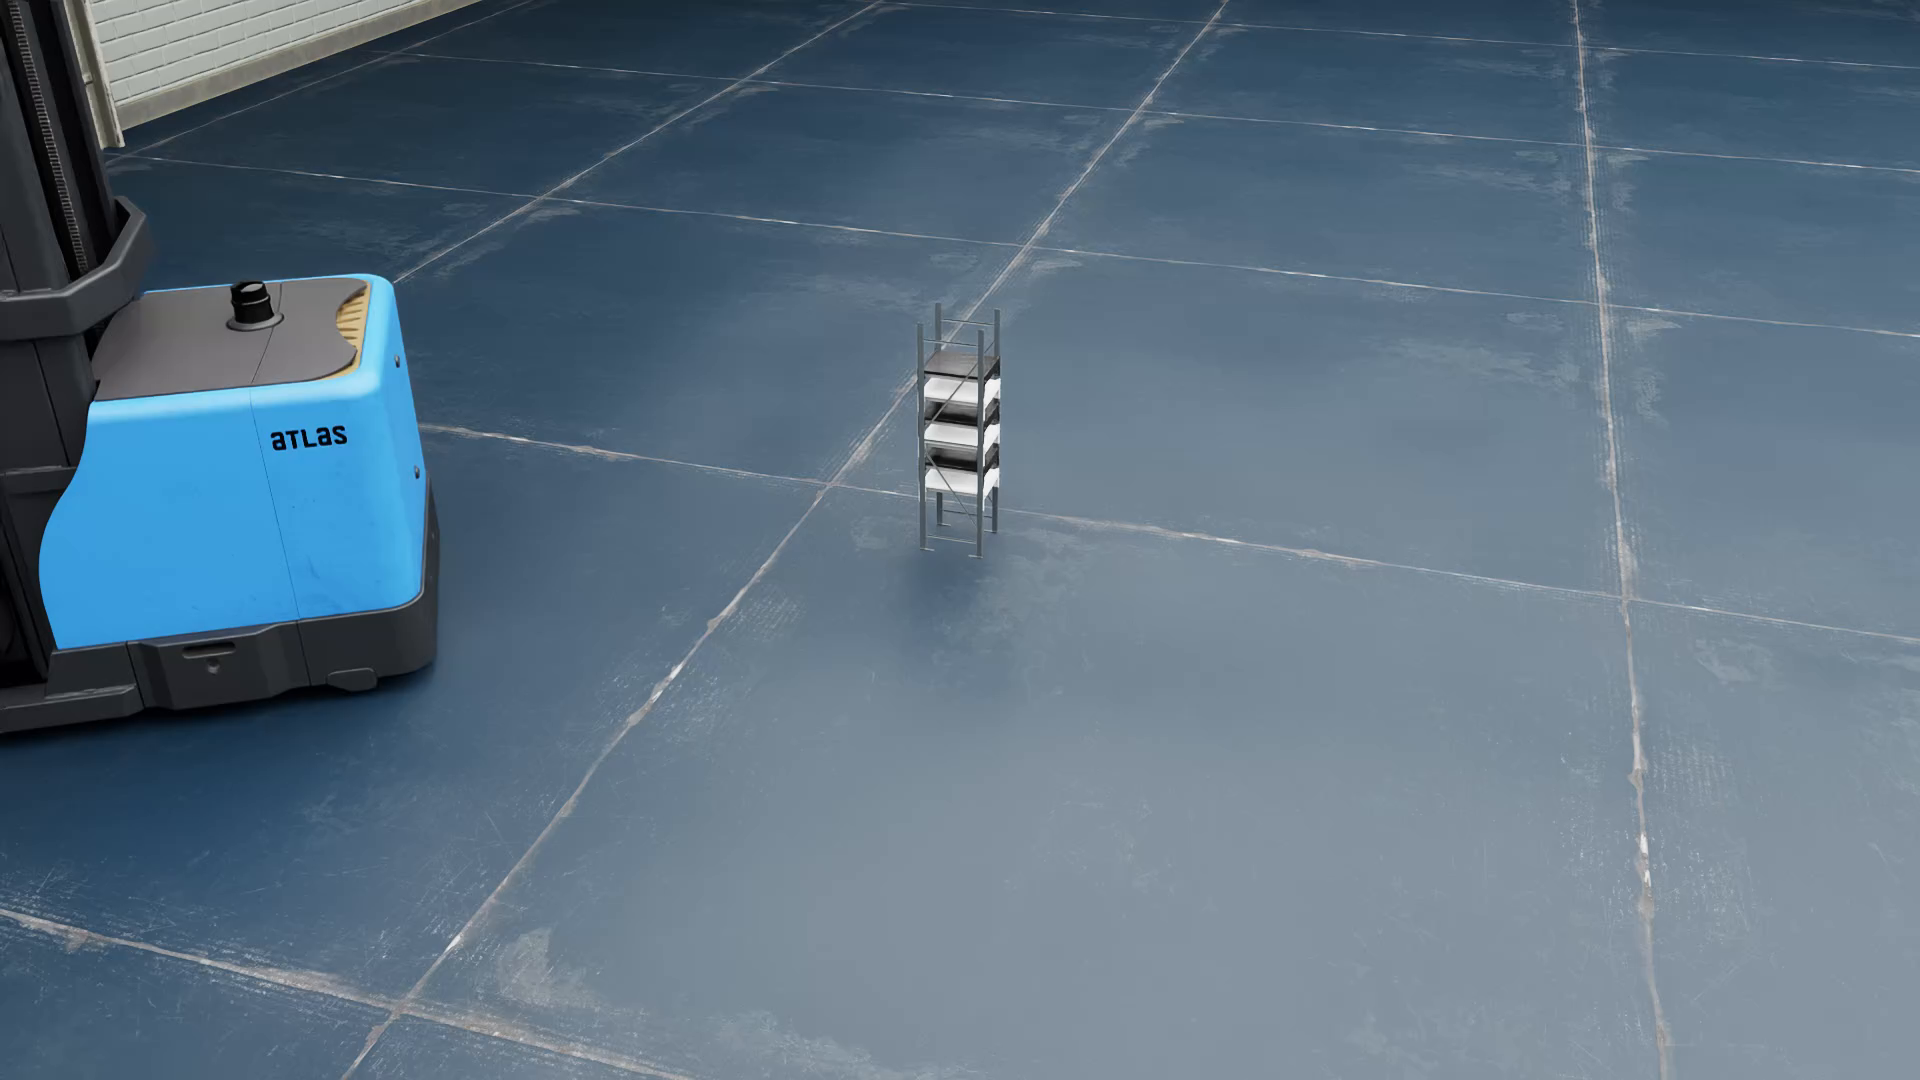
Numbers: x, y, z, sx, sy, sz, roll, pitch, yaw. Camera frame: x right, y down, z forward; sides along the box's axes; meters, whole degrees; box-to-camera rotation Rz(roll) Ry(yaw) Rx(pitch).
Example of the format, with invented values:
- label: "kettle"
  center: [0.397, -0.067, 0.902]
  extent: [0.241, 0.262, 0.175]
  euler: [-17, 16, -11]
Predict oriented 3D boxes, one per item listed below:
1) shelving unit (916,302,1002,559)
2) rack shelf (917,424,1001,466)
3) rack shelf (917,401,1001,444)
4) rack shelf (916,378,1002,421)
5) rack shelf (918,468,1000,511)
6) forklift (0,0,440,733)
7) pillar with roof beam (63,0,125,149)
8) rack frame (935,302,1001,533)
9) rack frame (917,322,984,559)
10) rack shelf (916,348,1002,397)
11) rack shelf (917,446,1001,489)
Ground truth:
- label: "shelving unit"
  center: [-0.002, -0.389, 6.024]
  extent: [0.258, 0.900, 0.210]
  euler: [8, 30, 15]
- label: "rack shelf"
  center: [-0.002, -0.360, 6.041]
  extent: [0.258, 0.077, 0.200]
  euler: [8, 30, 15]
- label: "rack shelf"
  center: [-0.002, -0.439, 5.997]
  extent: [0.258, 0.077, 0.200]
  euler: [8, 30, 15]
- label: "rack shelf"
  center: [-0.002, -0.518, 5.953]
  extent: [0.258, 0.077, 0.200]
  euler: [8, 30, 15]
- label: "rack shelf"
  center: [-0.002, -0.203, 6.128]
  extent: [0.258, 0.077, 0.200]
  euler: [8, 30, 15]
- label: "forklift"
  center: [-3.287, -0.864, 4.788]
  extent: [3.031, 2.935, 1.130]
  euler: [-7, 30, -13]
- label: "pillar with roof beam"
  center: [-1.558, -5.836, 7.485]
  extent: [9.100, 9.000, 0.400]
  euler: [8, 30, 15]
- label: "rack frame"
  center: [0.027, -0.437, 6.109]
  extent: [0.240, 0.900, 0.006]
  euler: [8, 30, 15]
- label: "rack frame"
  center: [-0.032, -0.342, 5.940]
  extent: [0.240, 0.900, 0.006]
  euler: [8, 30, 15]
- label: "rack shelf"
  center: [-0.002, -0.596, 5.909]
  extent: [0.258, 0.077, 0.200]
  euler: [8, 30, 15]
- label: "rack shelf"
  center: [-0.002, -0.282, 6.084]
  extent: [0.258, 0.077, 0.200]
  euler: [8, 30, 15]
